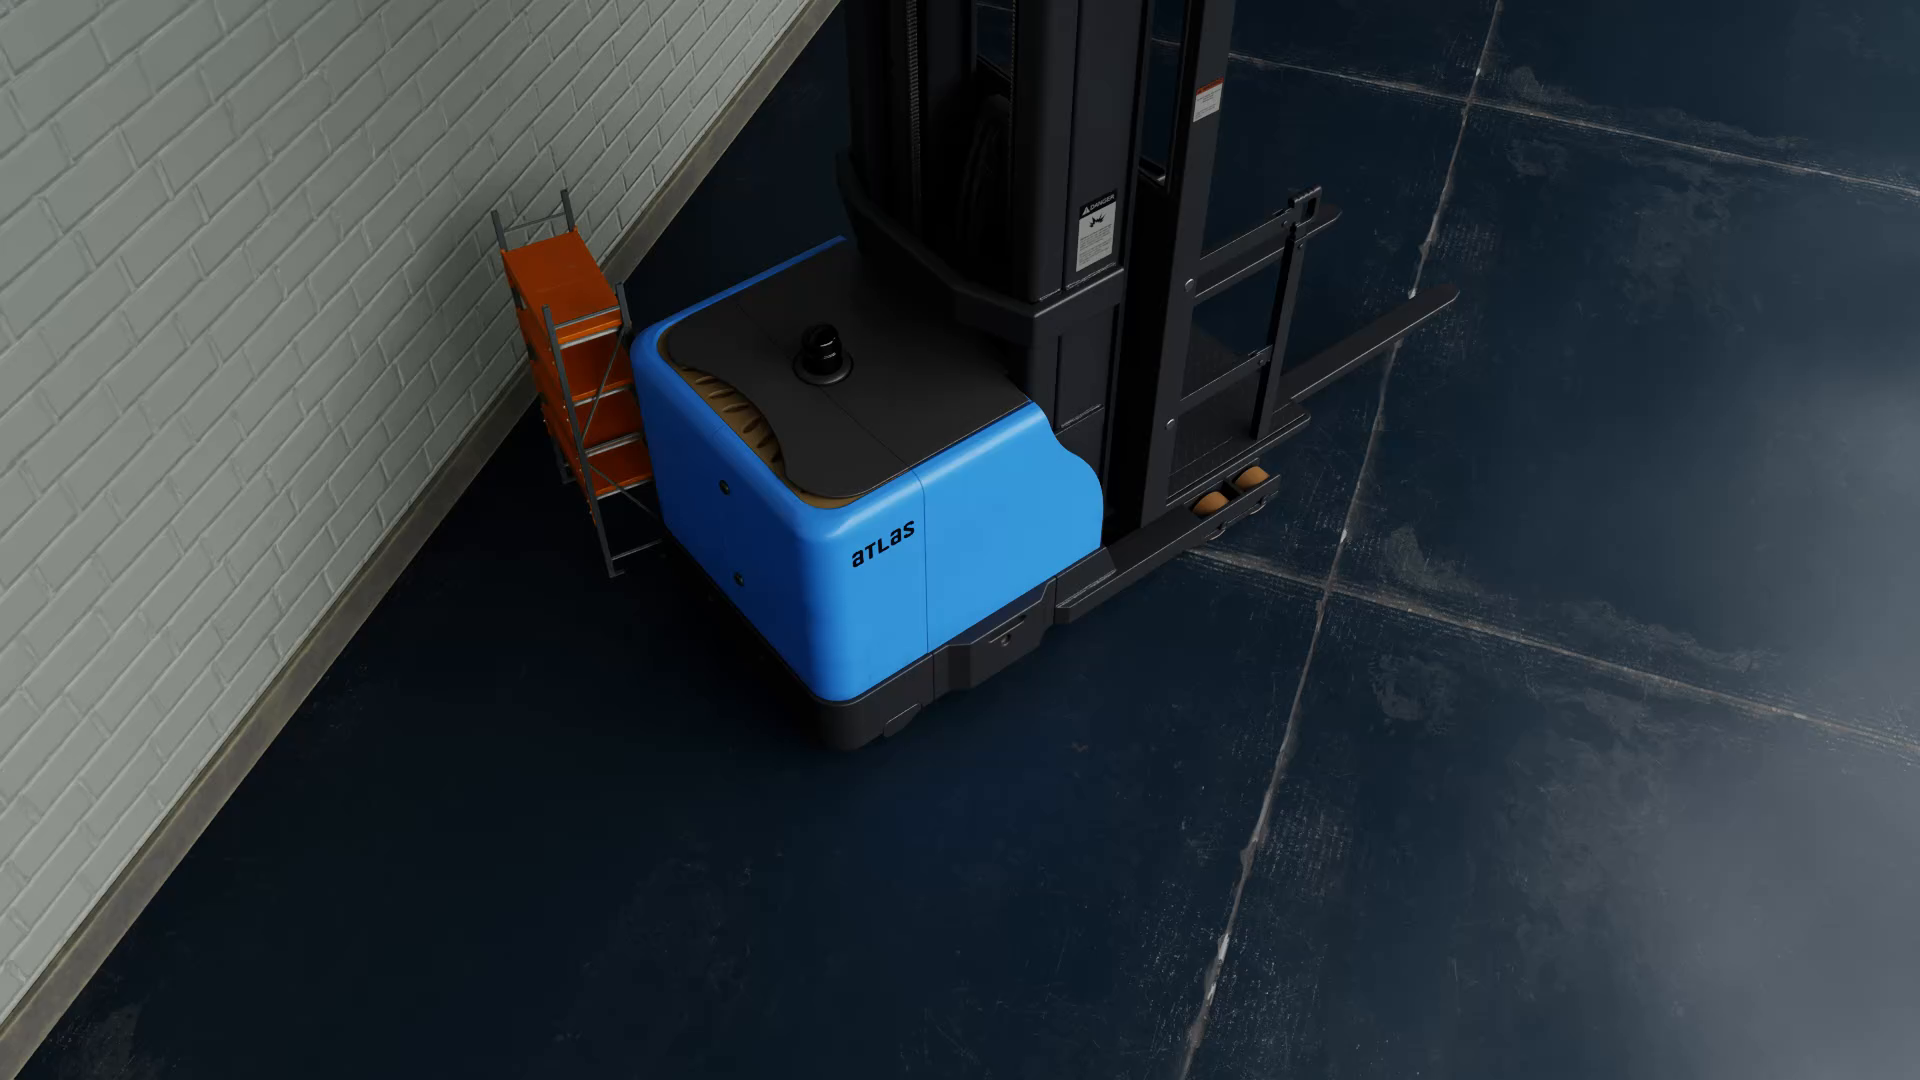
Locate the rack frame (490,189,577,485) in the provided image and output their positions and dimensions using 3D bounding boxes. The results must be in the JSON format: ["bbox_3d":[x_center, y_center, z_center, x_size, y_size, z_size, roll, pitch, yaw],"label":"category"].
[{"bbox_3d":[-1.309,-0.637,5.508,0.240,1.200,0.015,-21,52,-18],"label":"rack frame"}]

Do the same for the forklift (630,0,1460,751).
[{"bbox_3d":[0.491,-1.249,4.893,3.031,2.935,1.130,-31,56,-24],"label":"forklift"}]

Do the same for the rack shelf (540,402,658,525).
[{"bbox_3d":[-1.197,-0.299,5.567,0.258,0.148,0.480,-21,52,-18],"label":"rack shelf"}]

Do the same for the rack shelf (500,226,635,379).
[{"bbox_3d":[-1.197,-0.731,5.069,0.258,0.148,0.480,-21,52,-18],"label":"rack shelf"}]

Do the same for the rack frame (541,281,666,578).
[{"bbox_3d":[-1.084,-0.310,5.224,0.240,1.200,0.015,-21,52,-18],"label":"rack frame"}]

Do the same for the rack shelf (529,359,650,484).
[{"bbox_3d":[-1.197,-0.429,5.417,0.258,0.148,0.480,-21,52,-18],"label":"rack shelf"}]

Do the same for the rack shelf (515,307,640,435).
[{"bbox_3d":[-1.197,-0.576,5.248,0.258,0.148,0.480,-21,52,-18],"label":"rack shelf"}]

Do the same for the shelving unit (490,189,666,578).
[{"bbox_3d":[-1.197,-0.473,5.366,0.258,1.200,0.503,-21,52,-18],"label":"shelving unit"}]
